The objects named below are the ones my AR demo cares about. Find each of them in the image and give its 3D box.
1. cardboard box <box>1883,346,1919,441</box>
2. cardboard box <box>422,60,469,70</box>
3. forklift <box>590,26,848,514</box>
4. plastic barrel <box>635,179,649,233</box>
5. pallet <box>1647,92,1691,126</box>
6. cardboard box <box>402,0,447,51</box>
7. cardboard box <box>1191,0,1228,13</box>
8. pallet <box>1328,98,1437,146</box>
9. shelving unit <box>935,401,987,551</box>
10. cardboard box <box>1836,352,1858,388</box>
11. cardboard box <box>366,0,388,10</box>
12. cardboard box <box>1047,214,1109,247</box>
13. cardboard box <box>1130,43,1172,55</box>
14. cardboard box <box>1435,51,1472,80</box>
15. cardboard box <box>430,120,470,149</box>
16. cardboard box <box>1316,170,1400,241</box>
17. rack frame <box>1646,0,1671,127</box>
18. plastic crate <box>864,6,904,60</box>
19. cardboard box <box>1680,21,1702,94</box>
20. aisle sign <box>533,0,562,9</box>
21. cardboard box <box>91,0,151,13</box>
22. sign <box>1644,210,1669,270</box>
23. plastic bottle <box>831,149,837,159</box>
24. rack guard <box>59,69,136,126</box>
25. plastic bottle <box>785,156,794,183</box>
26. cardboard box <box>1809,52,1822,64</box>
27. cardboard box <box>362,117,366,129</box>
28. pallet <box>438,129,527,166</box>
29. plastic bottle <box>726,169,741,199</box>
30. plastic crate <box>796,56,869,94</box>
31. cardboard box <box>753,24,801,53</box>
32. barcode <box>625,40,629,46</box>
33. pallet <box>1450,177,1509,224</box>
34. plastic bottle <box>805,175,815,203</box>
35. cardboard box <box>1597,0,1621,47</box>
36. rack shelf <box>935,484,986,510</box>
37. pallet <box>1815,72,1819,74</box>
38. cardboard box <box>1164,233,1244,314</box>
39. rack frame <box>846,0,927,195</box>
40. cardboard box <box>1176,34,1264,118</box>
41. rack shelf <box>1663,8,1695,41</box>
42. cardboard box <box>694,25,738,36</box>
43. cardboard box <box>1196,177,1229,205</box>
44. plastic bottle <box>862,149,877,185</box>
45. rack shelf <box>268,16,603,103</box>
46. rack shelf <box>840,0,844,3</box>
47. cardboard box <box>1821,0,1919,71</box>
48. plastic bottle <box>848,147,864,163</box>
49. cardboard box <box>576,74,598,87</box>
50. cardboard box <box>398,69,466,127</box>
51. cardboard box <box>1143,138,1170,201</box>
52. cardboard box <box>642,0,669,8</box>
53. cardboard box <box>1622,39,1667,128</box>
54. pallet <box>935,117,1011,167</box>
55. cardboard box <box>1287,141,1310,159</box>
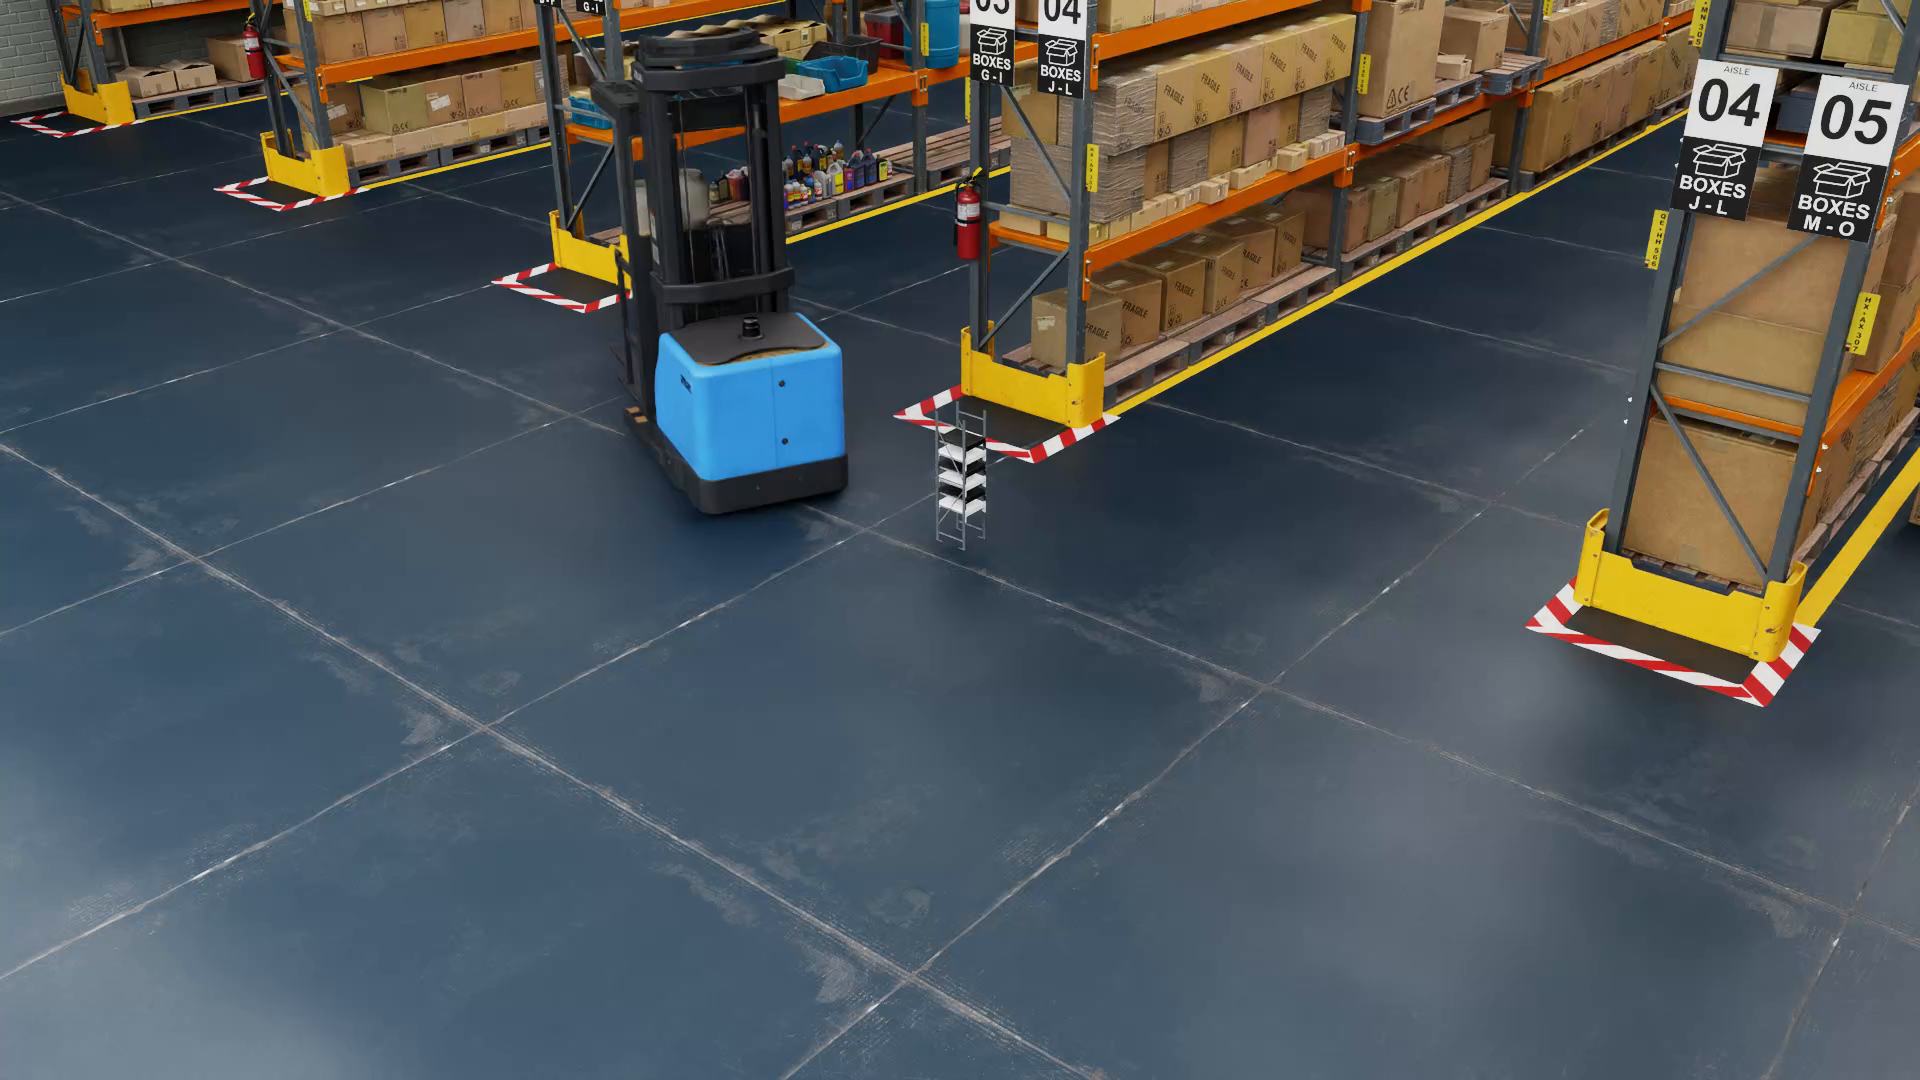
[{"bbox_3d":[6.348,-1.326,11.903,0.875,0.875,0.875,21,34,35],"label":"cardboard box"},{"bbox_3d":[-6.091,-5.360,19.567,0.500,0.500,0.500,21,34,34],"label":"cardboard box"},{"bbox_3d":[-1.852,-2.121,11.659,1.130,2.935,3.031,-12,30,-23],"label":"forklift"},{"bbox_3d":[-2.967,-3.137,15.801,0.421,0.512,0.421,0,27,0],"label":"plastic barrel"},{"bbox_3d":[8.672,-5.615,21.375,1.003,0.211,1.213,21,34,34],"label":"pallet"},{"bbox_3d":[-6.189,-5.817,18.622,0.700,0.500,0.500,21,34,35],"label":"cardboard box"},{"bbox_3d":[1.642,-4.073,12.257,0.500,0.250,0.500,21,34,34],"label":"cardboard box"},{"bbox_3d":[3.638,-3.914,15.260,1.003,0.211,1.213,21,34,34],"label":"pallet"},{"bbox_3d":[0.005,-0.403,10.549,0.258,0.900,0.210,21,34,34],"label":"shelving unit"},{"bbox_3d":[4.792,-1.280,9.797,0.875,0.550,0.550,21,34,34],"label":"cardboard box"},{"bbox_3d":[-6.405,-5.840,17.960,0.380,0.149,0.250,21,34,35],"label":"cardboard box"},{"bbox_3d":[0.860,-2.272,12.152,0.380,0.149,0.250,21,34,34],"label":"cardboard box"},{"bbox_3d":[1.288,-3.596,12.916,0.500,0.500,0.500,21,34,34],"label":"cardboard box"},{"bbox_3d":[4.731,-4.646,16.155,0.396,0.266,0.258,20,33,33],"label":"cardboard box"},{"bbox_3d":[-6.000,-4.695,19.097,0.500,0.250,0.500,21,34,34],"label":"cardboard box"},{"bbox_3d":[3.764,-3.231,15.973,0.700,0.500,0.500,21,34,34],"label":"cardboard box"},{"bbox_3d":[8.128,-6.607,20.257,1.000,3.000,0.127,21,34,34],"label":"rack frame"},{"bbox_3d":[-0.711,-5.508,18.063,0.402,0.464,0.583,21,34,34],"label":"plastic crate"},{"bbox_3d":[9.182,-6.380,21.673,0.875,0.875,0.875,21,34,34],"label":"cardboard box"},{"bbox_3d":[-3.602,-5.016,14.353,0.394,0.787,0.004,21,34,34],"label":"aisle sign"},{"bbox_3d":[-10.416,-6.718,20.613,0.500,0.250,0.500,20,33,33],"label":"cardboard box"},{"bbox_3d":[3.848,-1.650,9.157,0.100,0.325,0.005,21,34,34],"label":"sign"},{"bbox_3d":[-1.388,-4.150,18.074,0.097,0.201,0.097,0,27,0],"label":"plastic bottle"},{"bbox_3d":[-10.923,-5.612,21.055,1.175,0.500,0.348,21,34,34],"label":"rack guard"},{"bbox_3d":[-1.801,-3.907,17.528,0.097,0.271,0.097,0,27,0],"label":"plastic bottle"},{"bbox_3d":[4.532,-2.716,9.179,0.380,0.149,0.250,21,34,35],"label":"cardboard box"},{"bbox_3d":[-6.725,-4.672,19.052,0.500,0.250,0.500,21,34,34],"label":"cardboard box"},{"bbox_3d":[-5.916,-4.725,19.653,1.003,0.211,1.213,21,34,34],"label":"pallet"},{"bbox_3d":[-2.316,-3.646,17.020,0.152,0.276,0.135,21,34,35],"label":"plastic bottle"},{"bbox_3d":[-1.277,-4.681,16.695,0.499,0.251,0.616,21,34,34],"label":"plastic crate"},{"bbox_3d":[-2.527,-6.856,22.664,0.500,0.311,0.500,20,34,34],"label":"cardboard box"},{"bbox_3d":[-4.119,-6.148,20.566,0.001,0.075,0.075,21,34,34],"label":"barcode"},{"bbox_3d":[5.085,-3.674,17.622,1.003,0.211,1.213,21,34,34],"label":"pallet"},{"bbox_3d":[-1.523,-3.564,16.866,0.097,0.271,0.097,0,27,0],"label":"plastic bottle"},{"bbox_3d":[7.072,-5.869,18.722,0.500,0.500,0.500,21,34,35],"label":"cardboard box"},{"bbox_3d":[0.005,-0.293,10.605,0.258,0.077,0.200,21,34,34],"label":"rack shelf"},{"bbox_3d":[5.497,-2.861,9.847,1.003,0.211,1.213,21,34,34],"label":"pallet"},{"bbox_3d":[2.061,-2.269,14.134,0.500,0.500,0.500,17,32,30],"label":"cardboard box"},{"bbox_3d":[-0.783,-5.218,17.573,1.000,3.000,0.127,21,34,34],"label":"rack frame"},{"bbox_3d":[2.009,-3.621,12.963,0.500,0.500,0.500,21,34,34],"label":"cardboard box"},{"bbox_3d":[9.400,-6.997,21.793,1.077,0.370,4.000,21,34,34],"label":"rack shelf"},{"bbox_3d":[-3.272,-6.831,22.616,0.500,0.311,0.500,20,33,33],"label":"cardboard box"},{"bbox_3d":[1.889,-2.776,13.125,0.380,0.149,0.250,21,34,34],"label":"cardboard box"},{"bbox_3d":[-0.970,-3.925,17.476,0.144,0.351,0.185,20,33,33],"label":"plastic bottle"},{"bbox_3d":[-5.875,-5.639,19.168,1.077,0.370,4.000,21,34,34],"label":"rack shelf"},{"bbox_3d":[-0.786,-8.475,24.651,1.077,0.370,4.000,21,34,34],"label":"rack shelf"},{"bbox_3d":[4.763,-2.592,8.505,0.500,0.250,0.500,21,34,34],"label":"cardboard box"},{"bbox_3d":[-1.081,-3.967,17.558,0.144,0.351,0.185,21,34,34],"label":"plastic bottle"},{"bbox_3d":[-4.562,-5.864,21.357,0.500,0.250,0.500,20,34,34],"label":"cardboard box"},{"bbox_3d":[-6.009,-5.032,18.931,0.500,0.500,0.500,21,34,34],"label":"cardboard box"},{"bbox_3d":[1.091,-2.928,12.714,0.875,0.500,0.500,21,34,34],"label":"cardboard box"},{"bbox_3d":[-3.881,-6.810,20.923,0.380,0.149,0.250,21,34,34],"label":"cardboard box"},{"bbox_3d":[7.736,-5.617,20.199,1.225,0.875,0.875,21,34,35],"label":"cardboard box"},{"bbox_3d":[0.463,-4.704,19.614,1.003,0.211,1.213,21,34,34],"label":"pallet"},{"bbox_3d":[2.758,-3.340,14.216,0.380,0.149,0.250,21,34,34],"label":"cardboard box"}]
